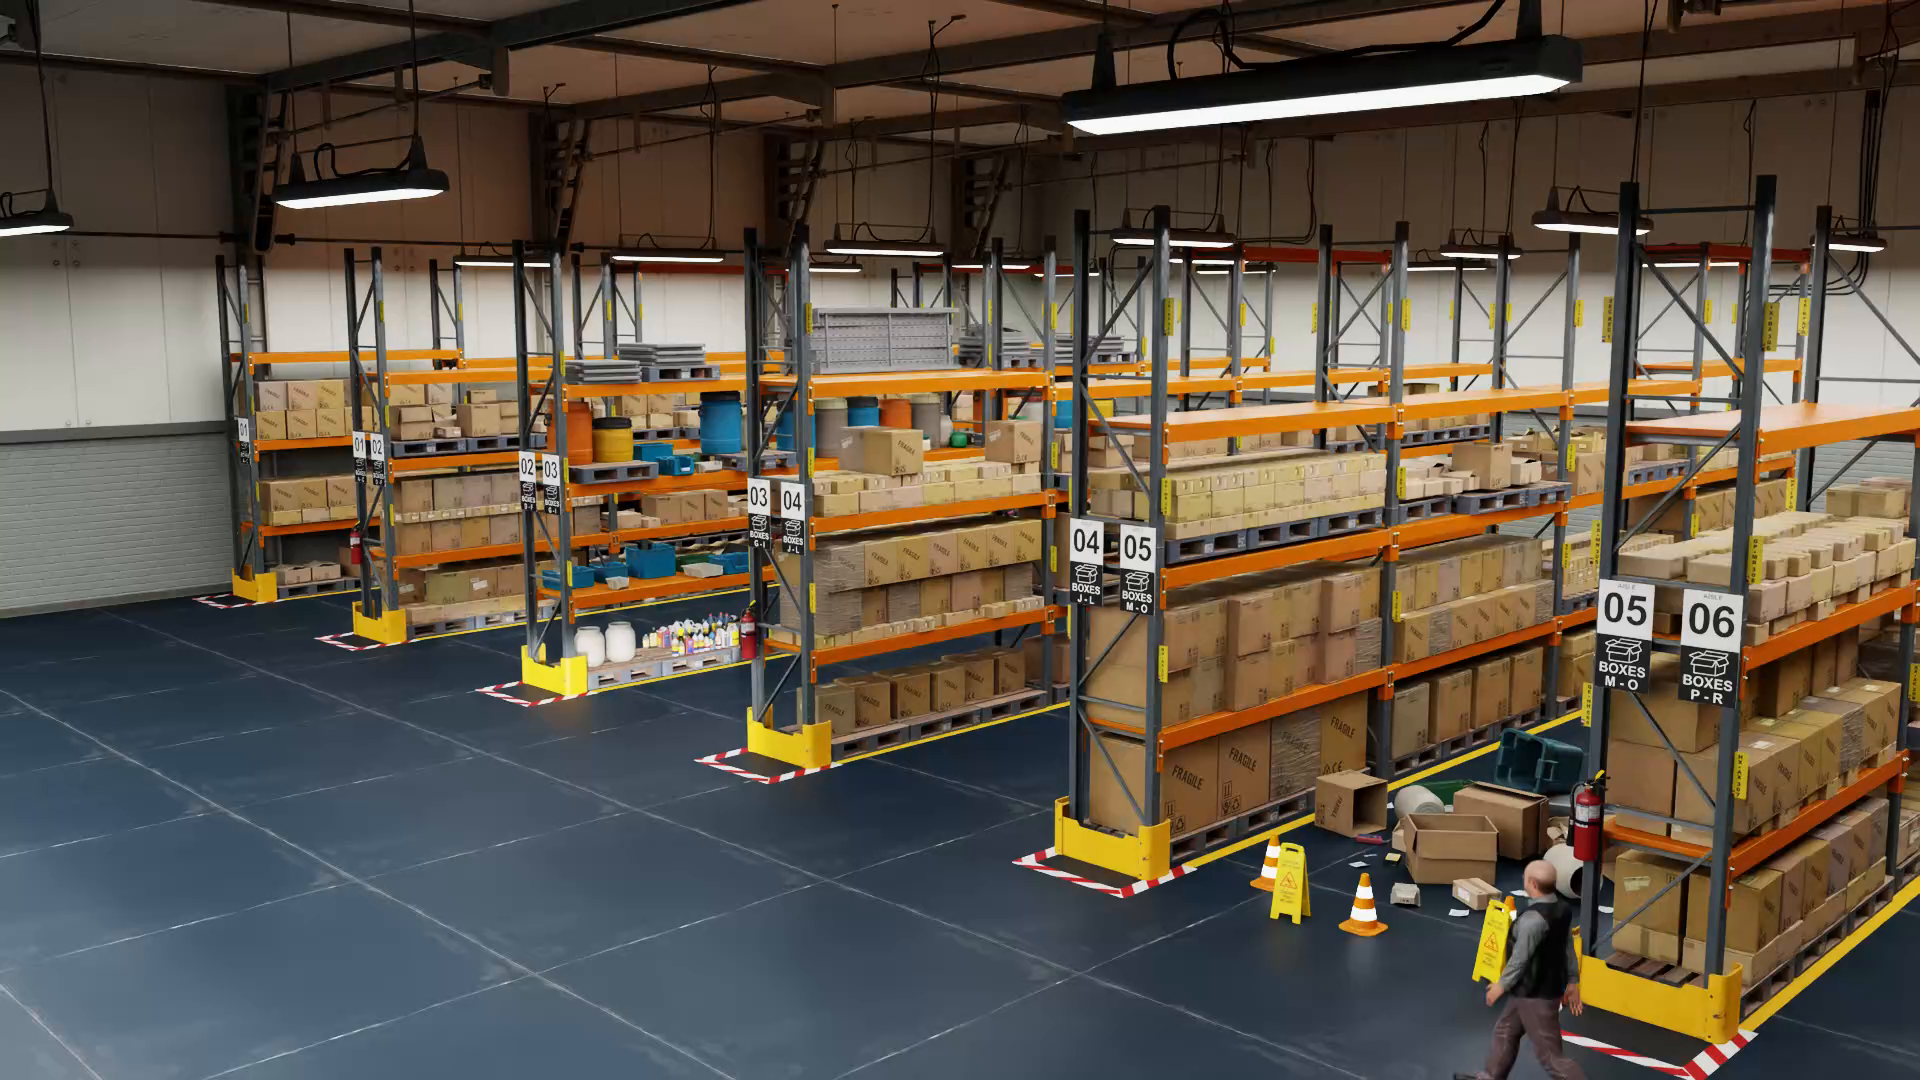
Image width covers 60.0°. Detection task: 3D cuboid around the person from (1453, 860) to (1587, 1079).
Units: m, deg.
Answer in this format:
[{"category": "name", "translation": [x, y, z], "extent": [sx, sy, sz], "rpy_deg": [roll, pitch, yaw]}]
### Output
[{"category": "person", "translation": [3.639, 2.858, 10.540], "extent": [1.027, 1.691, 0.515], "rpy_deg": [5, 9, 29]}]
